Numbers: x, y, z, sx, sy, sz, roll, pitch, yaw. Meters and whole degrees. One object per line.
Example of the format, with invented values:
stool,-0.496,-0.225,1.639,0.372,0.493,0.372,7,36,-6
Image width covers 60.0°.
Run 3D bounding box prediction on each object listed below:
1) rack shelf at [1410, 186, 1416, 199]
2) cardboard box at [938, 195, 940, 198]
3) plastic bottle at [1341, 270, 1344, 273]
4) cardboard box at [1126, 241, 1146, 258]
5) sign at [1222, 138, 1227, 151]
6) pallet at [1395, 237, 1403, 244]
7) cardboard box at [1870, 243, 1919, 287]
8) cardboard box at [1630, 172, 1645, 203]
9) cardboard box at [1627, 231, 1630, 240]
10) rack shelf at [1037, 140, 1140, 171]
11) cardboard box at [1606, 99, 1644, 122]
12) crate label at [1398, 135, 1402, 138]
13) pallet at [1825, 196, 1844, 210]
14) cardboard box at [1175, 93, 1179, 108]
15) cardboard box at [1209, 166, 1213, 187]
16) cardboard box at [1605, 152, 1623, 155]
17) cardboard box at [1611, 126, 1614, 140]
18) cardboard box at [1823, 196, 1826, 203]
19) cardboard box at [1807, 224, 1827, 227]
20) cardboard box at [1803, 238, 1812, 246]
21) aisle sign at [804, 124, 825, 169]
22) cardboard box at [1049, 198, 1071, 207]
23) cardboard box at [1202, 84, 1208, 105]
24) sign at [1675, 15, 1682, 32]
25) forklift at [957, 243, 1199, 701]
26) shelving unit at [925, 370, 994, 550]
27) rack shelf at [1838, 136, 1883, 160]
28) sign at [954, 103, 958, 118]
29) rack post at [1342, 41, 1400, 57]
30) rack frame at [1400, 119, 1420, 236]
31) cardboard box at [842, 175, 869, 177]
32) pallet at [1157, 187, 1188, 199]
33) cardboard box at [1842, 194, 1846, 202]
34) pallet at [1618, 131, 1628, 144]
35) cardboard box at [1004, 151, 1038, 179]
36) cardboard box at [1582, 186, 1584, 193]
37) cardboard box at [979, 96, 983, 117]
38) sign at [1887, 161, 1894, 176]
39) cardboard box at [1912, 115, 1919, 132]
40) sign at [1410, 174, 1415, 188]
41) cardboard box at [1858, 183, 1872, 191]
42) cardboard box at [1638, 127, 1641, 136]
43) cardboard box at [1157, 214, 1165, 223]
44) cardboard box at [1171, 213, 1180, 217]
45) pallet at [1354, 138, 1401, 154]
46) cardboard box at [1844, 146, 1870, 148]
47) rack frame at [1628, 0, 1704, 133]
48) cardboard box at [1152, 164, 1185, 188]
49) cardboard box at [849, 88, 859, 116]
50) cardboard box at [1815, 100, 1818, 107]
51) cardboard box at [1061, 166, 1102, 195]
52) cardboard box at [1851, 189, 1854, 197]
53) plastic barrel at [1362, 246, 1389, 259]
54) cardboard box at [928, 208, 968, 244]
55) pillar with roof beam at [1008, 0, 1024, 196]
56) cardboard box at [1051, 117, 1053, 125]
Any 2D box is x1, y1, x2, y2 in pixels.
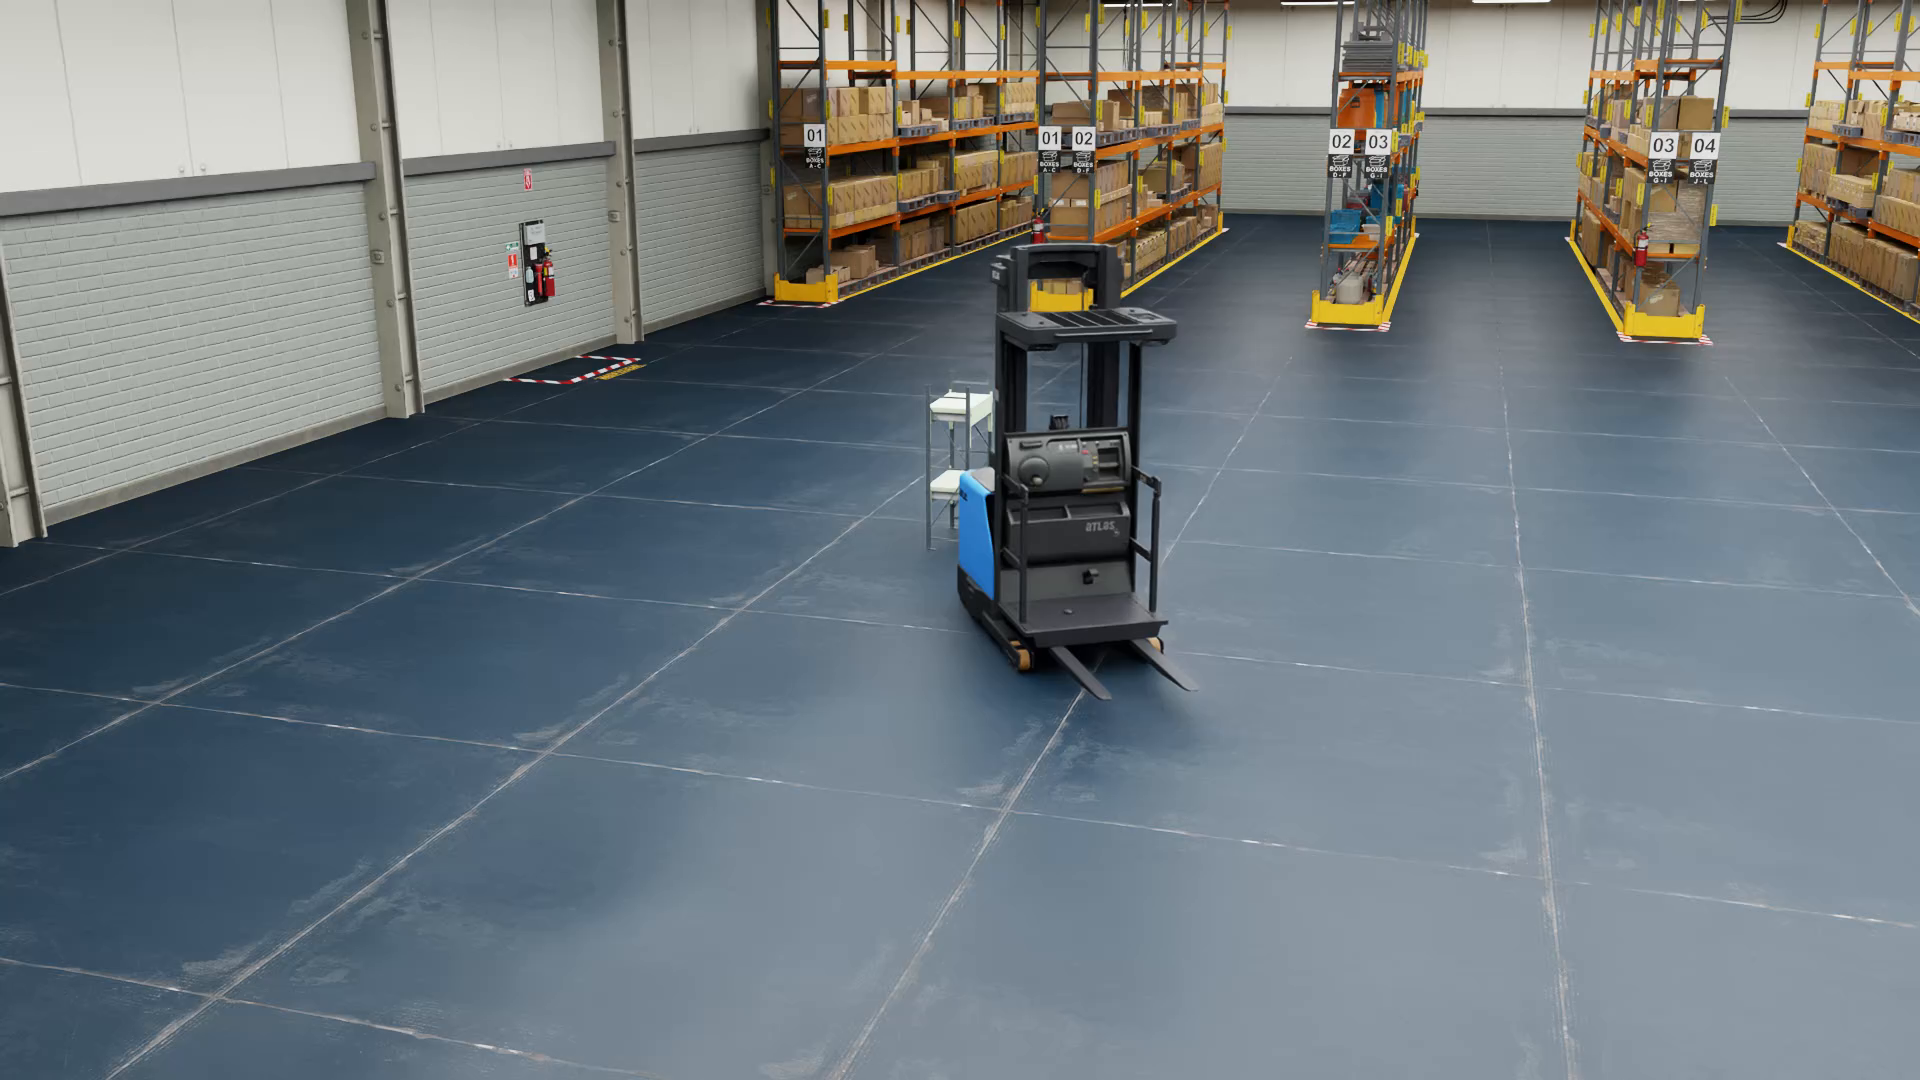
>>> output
rack shelf,10.585,-8.448,40.855,1.077,0.370,4.000,5,16,16
cardboard box,-0.303,-7.949,38.203,0.380,0.149,0.250,4,16,15
plastic bottle,7.167,-4.943,31.365,0.152,0.276,0.135,5,17,18
cardboard box,3.499,-5.931,33.906,0.500,0.311,0.500,4,16,15
sign,6.932,-10.363,43.588,0.100,0.325,0.005,5,16,16
pallet,10.189,-7.125,39.982,1.003,0.211,1.213,5,16,16
cardboard box,17.851,-5.167,31.325,1.050,0.750,0.750,5,17,17
cardboard box,11.706,-5.975,28.256,0.500,0.500,0.500,5,16,16
cardboard box,11.729,-5.246,28.710,0.380,0.149,0.250,5,16,16
rack shelf,2.427,-7.137,30.735,1.077,0.370,4.000,5,16,16
cardboard box,14.611,-9.427,36.540,0.700,0.500,0.500,5,17,17
crate label,7.456,-6.967,29.091,0.502,0.251,0.408,5,16,16
pallet,19.136,-7.195,35.470,1.003,0.211,1.213,5,16,16
cardboard box,4.679,-9.922,38.101,0.600,0.600,0.600,4,16,14
cardboard box,6.105,-9.214,42.056,0.500,0.500,0.500,4,16,15
cardboard box,16.016,-9.217,40.604,0.500,0.500,0.500,5,17,17
cardboard box,13.252,-8.108,33.116,0.500,0.250,0.500,5,17,17
cardboard box,19.318,-7.523,36.738,0.380,0.149,0.250,4,16,14
cardboard box,19.918,-7.248,38.669,0.380,0.149,0.250,5,17,18
cardboard box,19.801,-6.909,38.567,0.380,0.149,0.250,4,16,13
aisle sign,-2.624,-7.108,30.049,0.394,0.787,0.004,5,16,16
cardboard box,1.785,-5.991,29.504,0.380,0.149,0.250,4,16,15
cardboard box,5.649,-10.878,40.592,0.700,0.500,0.500,5,16,16
sign,14.152,-10.174,32.772,0.100,0.325,0.005,5,16,16
forklift,0.854,-0.581,11.928,1.130,2.935,3.031,-4,16,-15
shelving unit,-0.002,-0.720,15.039,0.431,1.500,0.755,5,16,16
rack shelf,18.924,-8.049,33.953,1.077,0.370,4.000,5,16,16
sign,-0.099,-9.642,37.301,0.100,0.325,0.005,5,16,16
rack post,7.128,-8.490,28.831,0.937,0.300,0.954,4,16,15
rack frame,11.154,-9.317,42.602,1.000,3.000,0.127,5,16,16
cardboard box,-2.089,-7.137,33.781,0.500,0.500,0.500,4,16,15
pallet,4.681,-8.026,38.402,1.003,0.211,1.213,5,16,16
cardboard box,18.499,-7.082,34.411,0.380,0.149,0.250,4,16,13
pallet,13.062,-7.571,31.293,1.213,0.211,1.003,5,16,16
cardboard box,1.520,-10.096,44.796,0.980,0.700,0.700,5,17,18
cardboard box,15.049,-8.342,39.626,0.380,0.149,0.250,4,16,14
cardboard box,0.163,-10.520,40.356,0.700,0.500,0.500,4,16,13
sign,20.026,-7.991,35.803,0.100,0.325,0.005,5,16,16
cardboard box,17.506,-7.509,29.939,0.500,0.311,0.500,4,16,14
sign,10.544,-8.361,38.722,0.100,0.325,0.005,5,16,16
cardboard box,18.129,-7.026,33.124,0.380,0.149,0.250,4,16,15
cardboard box,11.770,-6.951,28.307,0.380,0.149,0.250,4,16,15
cardboard box,4.472,-7.525,38.684,0.500,0.250,0.500,4,16,15
cardboard box,5.159,-7.836,41.154,0.500,0.500,0.500,5,16,16
pallet,6.936,-6.692,28.197,1.003,0.211,1.213,5,16,16
cardboard box,20.307,-8.647,37.680,0.500,0.500,0.500,4,16,14
rack frame,12.492,-8.680,29.361,1.000,3.000,0.127,5,16,16
cardboard box,4.826,-8.439,38.553,0.700,0.500,0.500,1,16,2
cardboard box,-2.223,-8.226,31.204,0.500,0.500,0.500,5,17,17
cardboard box,20.082,-10.128,38.590,0.380,0.149,0.250,5,16,16
cardboard box,2.163,-6.462,29.973,0.700,0.500,0.500,4,16,14
cardboard box,18.278,-7.022,33.657,0.380,0.149,0.250,5,16,16
plastic barrel,9.003,-6.512,35.918,0.600,0.830,0.708,5,16,16
cardboard box,-0.283,-7.343,38.810,0.750,0.750,0.750,4,16,15
pillar with roof beam,5.721,-13.411,46.042,9.100,9.000,0.548,5,16,16
cardboard box,1.933,-7.478,29.870,0.500,0.250,0.500,5,16,16
